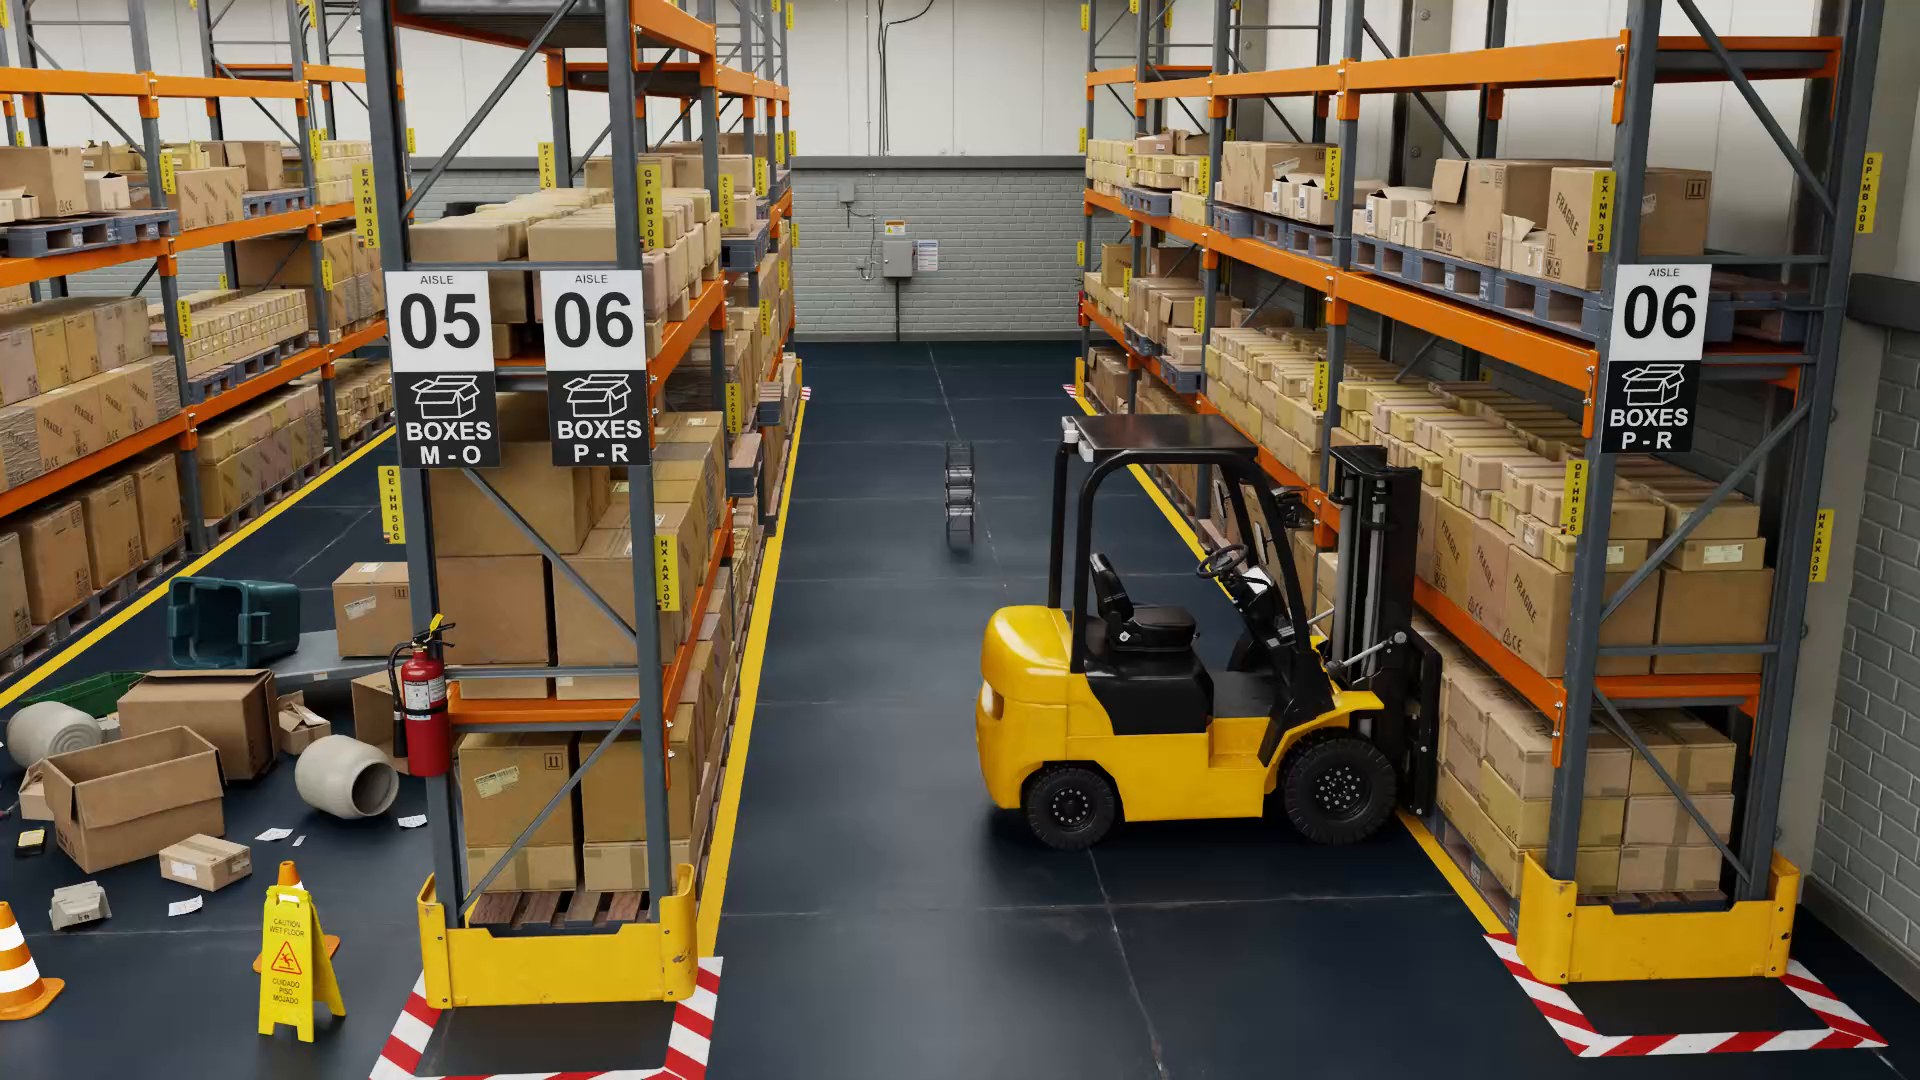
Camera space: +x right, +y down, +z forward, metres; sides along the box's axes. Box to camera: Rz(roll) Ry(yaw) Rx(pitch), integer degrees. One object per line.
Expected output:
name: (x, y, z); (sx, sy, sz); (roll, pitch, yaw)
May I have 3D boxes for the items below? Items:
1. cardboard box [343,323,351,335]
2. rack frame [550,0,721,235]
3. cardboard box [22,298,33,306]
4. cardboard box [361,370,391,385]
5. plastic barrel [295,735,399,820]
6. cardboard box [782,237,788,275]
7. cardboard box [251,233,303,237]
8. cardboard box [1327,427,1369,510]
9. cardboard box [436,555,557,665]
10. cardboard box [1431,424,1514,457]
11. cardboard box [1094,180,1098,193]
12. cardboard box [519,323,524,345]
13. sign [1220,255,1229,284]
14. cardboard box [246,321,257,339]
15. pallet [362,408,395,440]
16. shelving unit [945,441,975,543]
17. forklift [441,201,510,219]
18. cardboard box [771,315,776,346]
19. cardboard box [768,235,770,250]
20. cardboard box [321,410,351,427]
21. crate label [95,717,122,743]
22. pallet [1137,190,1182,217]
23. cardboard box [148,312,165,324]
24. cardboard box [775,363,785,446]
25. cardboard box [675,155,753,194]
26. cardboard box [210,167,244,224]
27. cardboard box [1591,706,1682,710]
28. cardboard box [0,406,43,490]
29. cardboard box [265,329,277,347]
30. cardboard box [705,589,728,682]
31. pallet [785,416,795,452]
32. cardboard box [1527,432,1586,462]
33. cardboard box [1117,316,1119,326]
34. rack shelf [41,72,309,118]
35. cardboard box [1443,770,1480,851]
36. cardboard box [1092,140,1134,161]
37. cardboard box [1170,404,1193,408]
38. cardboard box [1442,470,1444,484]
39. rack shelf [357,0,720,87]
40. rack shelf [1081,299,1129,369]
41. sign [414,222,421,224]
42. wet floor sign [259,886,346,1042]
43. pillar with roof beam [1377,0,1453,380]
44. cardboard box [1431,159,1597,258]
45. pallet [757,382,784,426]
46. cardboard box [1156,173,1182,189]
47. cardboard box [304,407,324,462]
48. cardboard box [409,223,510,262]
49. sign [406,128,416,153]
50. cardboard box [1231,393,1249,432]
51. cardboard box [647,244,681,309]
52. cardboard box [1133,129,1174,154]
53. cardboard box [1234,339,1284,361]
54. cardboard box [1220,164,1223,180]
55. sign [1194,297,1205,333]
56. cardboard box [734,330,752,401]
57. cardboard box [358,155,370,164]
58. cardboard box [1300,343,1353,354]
cardboard box: (-7.309, -2.466, 19.320); (0.380, 0.149, 0.250); (-2, 15, -6)
rack frame: (-2.018, -3.334, 10.147); (1.000, 3.000, 0.127); (-1, 14, -3)
cardboard box: (-12.302, -3.055, 21.606); (0.380, 0.149, 0.250); (-1, 14, -2)
cardboard box: (-7.284, -2.037, 20.832); (0.380, 0.149, 0.250); (0, 14, -1)
plastic barrel: (-3.410, 1.324, 9.255); (0.512, 0.421, 0.421); (10, 18, 35)
cardboard box: (-2.376, -3.451, 20.437); (0.500, 0.500, 0.500); (-1, 14, -4)
cardboard box: (-7.785, -3.234, 18.996); (0.500, 0.500, 0.500); (-1, 14, -5)
cardboard box: (2.702, -0.440, 10.739); (0.500, 0.500, 0.500); (-1, 14, -5)
cardboard box: (-2.079, 0.243, 7.487); (0.500, 0.500, 0.500); (-1, 14, -4)
cardboard box: (2.851, -0.548, 9.260); (0.380, 0.149, 0.250); (-1, 14, -3)
cardboard box: (1.934, -4.546, 21.383); (0.380, 0.149, 0.250); (-1, 14, -2)
cardboard box: (-2.120, -0.910, 7.253); (0.380, 0.149, 0.250); (-1, 14, -3)
sign: (2.993, -3.066, 18.822); (0.100, 0.325, 0.005); (-1, 14, -3)
cardboard box: (-7.132, -2.058, 16.293); (0.380, 0.149, 0.250); (0, 14, -1)
pallet: (-7.604, -1.437, 20.410); (1.003, 0.211, 1.213); (-1, 14, -3)
shelving unit: (-0.001, -0.438, 15.146); (0.258, 0.900, 0.210); (-1, 14, -3)
forklift: (-4.692, -1.841, 16.524); (1.130, 2.935, 3.031); (-1, 14, -3)
cardboard box: (-2.119, -2.101, 16.695); (0.500, 0.250, 0.500); (-1, 14, -2)
cardboard box: (-2.275, -3.347, 18.730); (0.380, 0.149, 0.250); (-1, 14, -4)
cardboard box: (-7.151, -1.378, 18.868); (0.380, 0.149, 0.250); (0, 14, -1)
crate label: (-5.312, 1.201, 10.307); (0.298, 0.136, 0.250); (-13, 20, -42)
pallet: (2.477, -3.436, 16.942); (1.213, 0.211, 1.003); (-1, 14, -3)
cardboard box: (-7.747, -2.060, 15.705); (0.380, 0.149, 0.250); (-1, 14, -3)
cardboard box: (-2.396, -1.439, 18.246); (0.875, 0.875, 0.875); (0, 14, -2)
cardboard box: (-1.696, -2.529, 11.495); (0.500, 0.250, 0.500); (-1, 14, -5)
cardboard box: (-7.045, -3.217, 15.514); (0.500, 0.500, 0.500); (-1, 14, -3)
cardboard box: (3.308, 0.886, 8.454); (0.500, 0.250, 0.500); (-1, 14, -3)
cardboard box: (-6.749, -0.636, 11.500); (0.500, 0.500, 0.500); (-1, 14, -3)
cardboard box: (-7.158, -2.044, 16.837); (0.380, 0.149, 0.250); (-2, 15, -6)
cardboard box: (-1.681, 0.606, 10.044); (0.500, 0.500, 0.500); (-1, 14, -2)
pallet: (-2.483, -1.258, 19.715); (1.003, 0.211, 1.213); (-1, 14, -3)
cardboard box: (3.308, -0.490, 9.034); (0.380, 0.149, 0.250); (-1, 14, -3)
cardboard box: (2.101, -2.644, 20.009); (0.380, 0.149, 0.250); (-1, 14, -2)
rack shelf: (-7.324, -4.182, 15.692); (1.077, 0.370, 4.000); (-1, 14, -3)
cardboard box: (2.817, 1.381, 8.537); (0.500, 0.250, 0.500); (-1, 14, -3)
cardboard box: (1.981, -5.015, 21.404); (0.500, 0.250, 0.500); (-1, 14, -4)
cardboard box: (2.386, -1.319, 17.227); (0.380, 0.149, 0.250); (-1, 14, -3)
cardboard box: (2.853, -0.338, 9.040); (0.380, 0.149, 0.250); (-1, 14, -4)
rack shelf: (-1.895, -2.486, 8.304); (1.077, 0.370, 4.000); (-1, 14, -3)
rack shelf: (2.316, -2.644, 20.952); (1.077, 0.370, 4.000); (-1, 14, -3)
sign: (-7.141, -4.029, 21.930); (0.100, 0.325, 0.005); (-1, 14, -3)
wet floor sign: (-2.827, 1.770, 7.074); (0.267, 0.644, 0.232); (4, 15, 16)
pillar with roof beam: (-0.629, -4.029, 12.851); (9.100, 9.000, 0.400); (-1, 14, -3)
cardboard box: (2.951, -1.774, 8.856); (0.797, 0.503, 0.637); (0, 14, -2)
pallet: (-2.116, -1.155, 14.103); (1.213, 0.211, 1.003); (-1, 14, -3)
cardboard box: (2.182, -3.616, 16.725); (0.380, 0.149, 0.250); (-1, 14, -2)
cardboard box: (-7.151, -1.129, 17.792); (0.500, 0.500, 0.500); (-1, 14, -5)
cardboard box: (-2.086, -1.230, 6.896); (0.380, 0.149, 0.250); (-1, 14, -3)
sign: (-7.141, -5.196, 21.629); (0.100, 0.325, 0.005); (-1, 14, -3)
cardboard box: (2.536, -1.061, 13.654); (0.500, 0.250, 0.500); (-1, 14, -5)
cardboard box: (-1.557, -1.212, 7.626); (0.500, 0.250, 0.500); (-1, 14, -4)
cardboard box: (2.110, -4.343, 18.121); (0.396, 0.266, 0.258); (-1, 14, -4)
cardboard box: (2.502, -1.585, 13.887); (0.380, 0.149, 0.250); (-1, 14, -3)
cardboard box: (2.371, -3.299, 14.935); (0.380, 0.149, 0.250); (0, 14, -2)
sign: (2.147, -2.012, 14.887); (0.100, 0.325, 0.005); (-1, 14, -3)
cardboard box: (-1.852, -1.321, 12.722); (0.500, 0.500, 0.500); (-1, 15, -6)
cardboard box: (-7.332, -4.442, 19.774); (0.500, 0.250, 0.500); (-2, 15, -6)
cardboard box: (3.016, -1.531, 13.677); (0.380, 0.149, 0.250); (-1, 14, -4)
